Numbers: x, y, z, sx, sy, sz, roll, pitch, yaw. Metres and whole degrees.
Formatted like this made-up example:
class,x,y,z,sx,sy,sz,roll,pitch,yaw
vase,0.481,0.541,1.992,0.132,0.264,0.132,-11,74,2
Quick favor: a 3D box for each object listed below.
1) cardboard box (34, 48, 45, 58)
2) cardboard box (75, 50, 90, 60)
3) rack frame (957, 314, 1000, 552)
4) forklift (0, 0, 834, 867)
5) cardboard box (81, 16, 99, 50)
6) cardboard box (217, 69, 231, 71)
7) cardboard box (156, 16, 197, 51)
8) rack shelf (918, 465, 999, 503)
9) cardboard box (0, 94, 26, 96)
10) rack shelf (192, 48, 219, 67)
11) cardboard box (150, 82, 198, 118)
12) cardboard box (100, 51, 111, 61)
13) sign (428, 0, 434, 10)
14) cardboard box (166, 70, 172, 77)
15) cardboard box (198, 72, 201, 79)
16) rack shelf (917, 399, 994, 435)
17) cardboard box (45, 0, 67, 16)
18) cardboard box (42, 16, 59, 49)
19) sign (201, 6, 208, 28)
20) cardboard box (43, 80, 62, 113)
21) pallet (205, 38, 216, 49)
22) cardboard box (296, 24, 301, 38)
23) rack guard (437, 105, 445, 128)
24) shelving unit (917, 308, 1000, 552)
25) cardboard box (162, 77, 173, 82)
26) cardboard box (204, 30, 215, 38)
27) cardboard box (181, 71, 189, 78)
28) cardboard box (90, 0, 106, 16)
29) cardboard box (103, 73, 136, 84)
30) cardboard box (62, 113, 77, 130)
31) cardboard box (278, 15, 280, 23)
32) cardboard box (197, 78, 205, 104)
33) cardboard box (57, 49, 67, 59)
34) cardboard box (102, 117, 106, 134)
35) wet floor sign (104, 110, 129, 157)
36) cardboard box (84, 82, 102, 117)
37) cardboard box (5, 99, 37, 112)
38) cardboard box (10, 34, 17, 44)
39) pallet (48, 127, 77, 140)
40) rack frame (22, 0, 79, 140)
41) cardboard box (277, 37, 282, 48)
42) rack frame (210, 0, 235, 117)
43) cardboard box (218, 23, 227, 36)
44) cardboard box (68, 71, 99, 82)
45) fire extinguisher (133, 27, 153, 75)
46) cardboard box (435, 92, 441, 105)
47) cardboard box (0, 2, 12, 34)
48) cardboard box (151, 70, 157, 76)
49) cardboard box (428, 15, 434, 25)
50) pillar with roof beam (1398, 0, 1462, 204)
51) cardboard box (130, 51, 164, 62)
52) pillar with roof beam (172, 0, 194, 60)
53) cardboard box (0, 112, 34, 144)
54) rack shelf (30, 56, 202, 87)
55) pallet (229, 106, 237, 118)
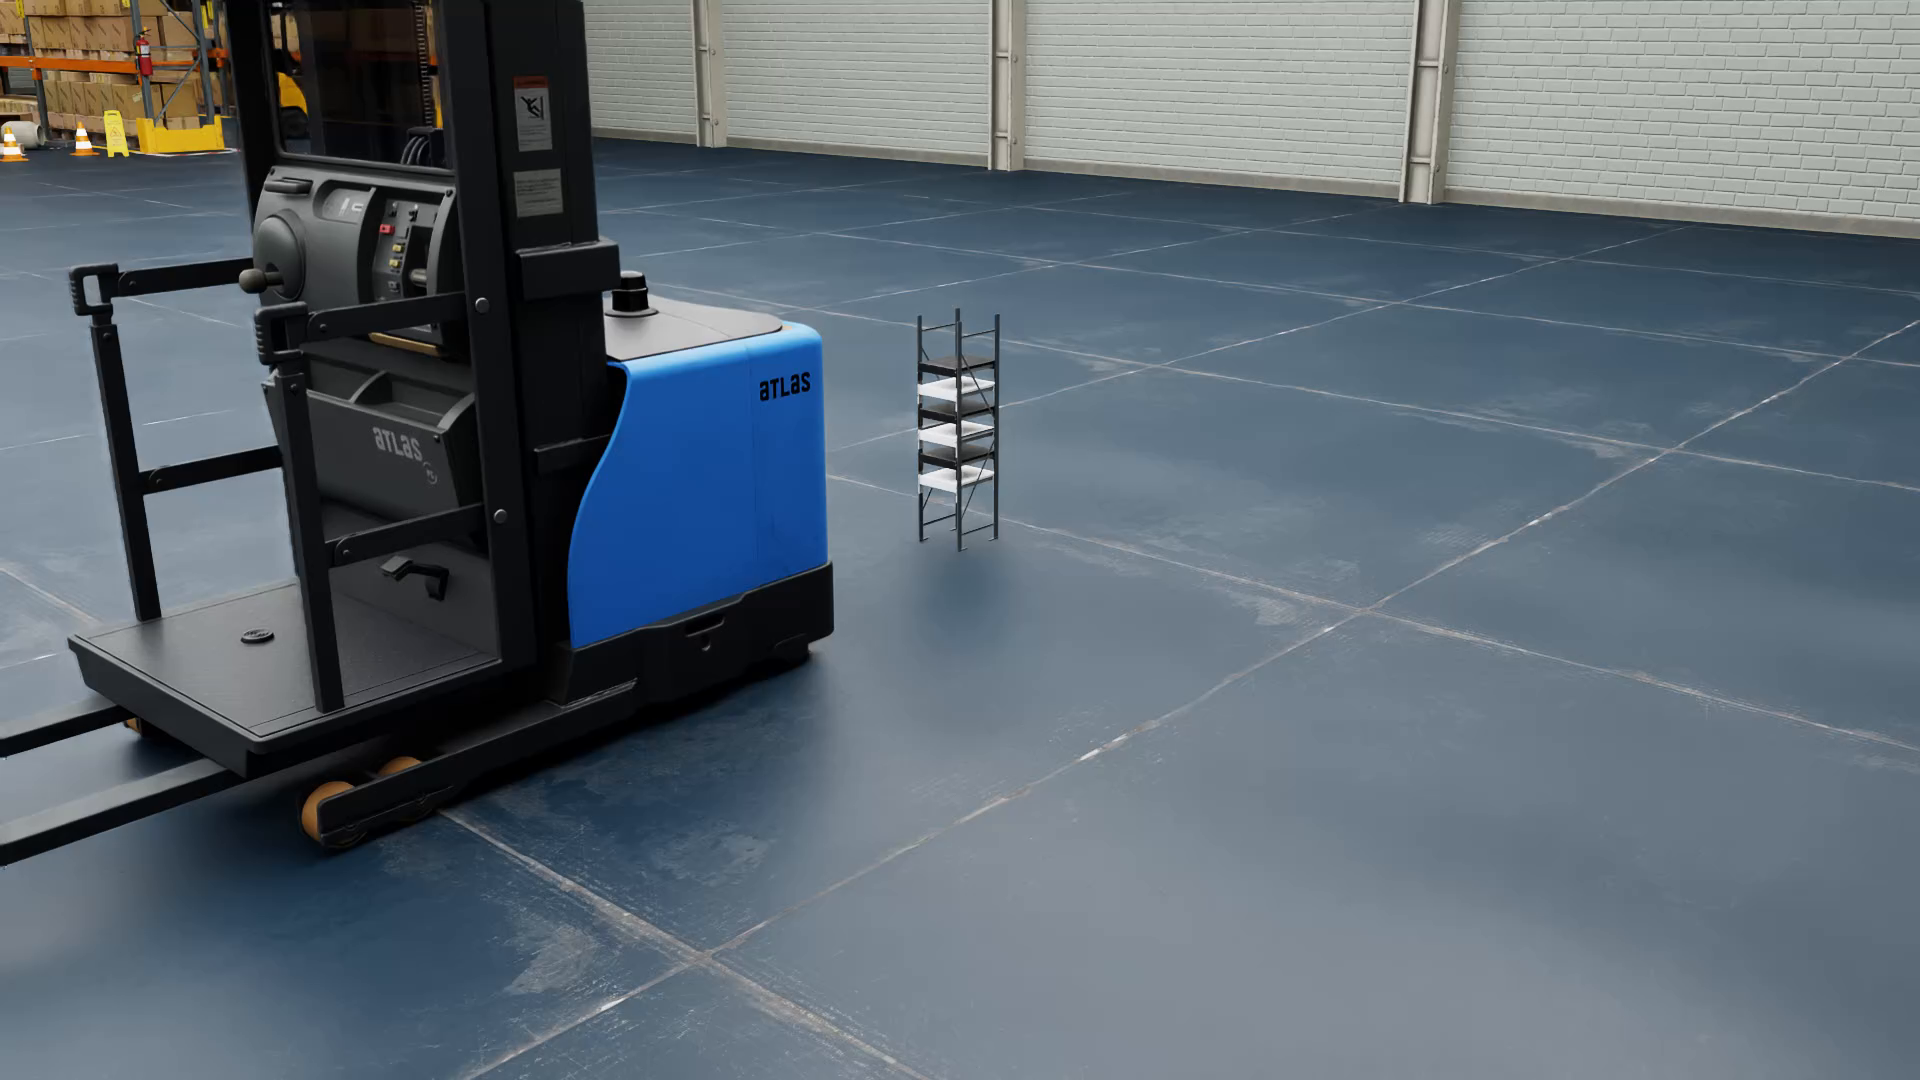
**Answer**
class,x,y,z,sx,sy,sz,roll,pitch,yaw
cardboard box,-14.695,-7.868,26.861,0.250,0.149,0.380,15,23,39
cardboard box,-13.537,-7.565,25.905,0.250,0.149,0.380,15,23,39
rack frame,0.070,-0.410,6.416,0.006,0.900,0.240,15,23,39
forklift,-1.755,-0.794,4.269,1.130,2.935,3.031,15,23,39
cardboard box,-13.058,-7.760,25.446,0.500,0.500,0.500,15,23,39
cardboard box,-15.390,-9.752,34.747,0.250,0.149,0.380,14,23,38
cardboard box,-11.896,-7.668,25.157,0.500,0.500,0.500,15,23,38
rack shelf,-0.006,-0.227,6.545,0.200,0.077,0.258,15,23,39
cardboard box,-17.293,-7.759,29.751,0.625,0.372,0.950,13,22,36
rack shelf,-15.913,-10.109,34.697,4.000,0.370,1.077,15,23,39
cardboard box,-12.164,-6.797,25.681,0.500,0.500,0.500,14,22,37
cardboard box,-12.801,-7.355,25.242,0.250,0.149,0.380,16,23,40
sign,-8.804,-8.989,27.672,0.005,0.325,0.100,15,23,39
cardboard box,-16.483,-9.842,35.030,0.250,0.149,0.380,15,23,39
cardboard box,-15.347,-9.521,34.019,0.250,0.149,0.380,14,22,37
rack shelf,-0.006,-0.485,6.464,0.200,0.077,0.258,15,23,39
cardboard box,-13.807,-8.438,25.931,0.500,0.500,0.700,14,23,38
cardboard box,-14.182,-8.066,26.413,0.500,0.500,0.500,15,23,39
sign,-11.366,-7.856,24.976,0.005,0.325,0.100,15,23,39
cardboard box,-14.455,-7.191,26.924,0.500,0.500,0.500,16,24,42
pallet,-14.971,-10.079,33.730,1.003,0.211,1.213,15,23,39
cardboard box,-11.962,-9.455,30.867,0.500,0.250,0.500,14,23,38
rack guard,-8.416,-7.248,28.624,0.348,0.500,1.175,15,23,39
shelving unit,-0.006,-0.431,6.481,0.210,0.900,0.258,15,23,39
cardboard box,-16.421,-9.509,35.053,0.500,0.500,0.500,14,22,38
cardboard box,-15.163,-10.176,33.439,0.250,0.149,0.380,16,23,40
cardboard box,-15.928,-9.683,34.530,0.250,0.149,0.380,14,22,37
cardboard box,-12.626,-8.143,25.002,0.500,0.500,0.700,15,23,40
cardboard box,-12.817,-7.037,25.366,0.250,0.149,0.380,16,24,41
cardboard box,-14.049,-6.729,26.708,0.500,0.250,0.500,17,24,42
cardboard box,-12.620,-9.821,31.361,0.250,0.149,0.380,14,23,38
cardboard box,-15.244,-9.199,34.075,0.500,0.500,0.500,15,23,38
cardboard box,-14.091,-7.725,26.410,0.250,0.149,0.380,16,24,41
cardboard box,-12.891,-6.417,25.726,0.500,0.250,0.500,15,23,39
wet floor sign,-12.294,-5.918,24.193,0.267,0.644,0.232,-9,20,-27
cardboard box,-13.263,-6.876,25.932,0.500,0.500,0.500,14,23,38
cardboard box,-15.651,-7.320,28.367,0.950,0.372,0.625,-17,24,-42
cardboard box,-15.471,-8.302,27.534,0.250,0.149,0.380,14,22,38
pallet,-14.192,-6.668,27.273,1.213,0.211,1.003,15,23,39
rack frame,-14.717,-8.124,27.251,0.127,3.000,1.000,15,23,39
cardboard box,-12.707,-9.424,31.597,0.500,0.250,0.500,15,23,40
rack frame,-14.417,-10.051,33.322,0.127,3.000,1.000,15,23,39
cardboard box,-14.264,-10.068,32.797,0.500,0.250,0.500,15,23,39
cardboard box,-13.813,-7.306,26.212,0.250,0.149,0.380,17,24,42
fire extinguisher,-11.946,-7.157,24.331,0.183,0.674,0.296,15,23,39
cardboard box,-9.005,-7.599,28.623,0.500,0.250,0.500,15,23,39
cardboard box,-15.587,-8.654,27.569,0.500,0.500,0.500,15,23,40
cardboard box,-17.059,-10.001,35.533,0.250,0.149,0.380,14,23,38
cardboard box,-8.879,-8.807,28.167,0.250,0.149,0.380,15,23,40
pillar with roof beam,2.249,-7.059,13.980,0.400,9.000,9.100,15,23,39
cardboard box,-12.147,-7.228,24.842,0.250,0.149,0.380,16,24,41
pillar with roof beam,-20.189,-13.083,32.960,0.400,9.000,9.100,15,23,39
cardboard box,-14.819,-6.411,25.981,0.500,0.500,0.500,-3,18,-8
rack shelf,-13.221,-7.379,26.094,4.000,0.370,1.077,15,23,39
pallet,-13.827,-8.547,33.196,1.213,0.211,1.003,15,23,39
